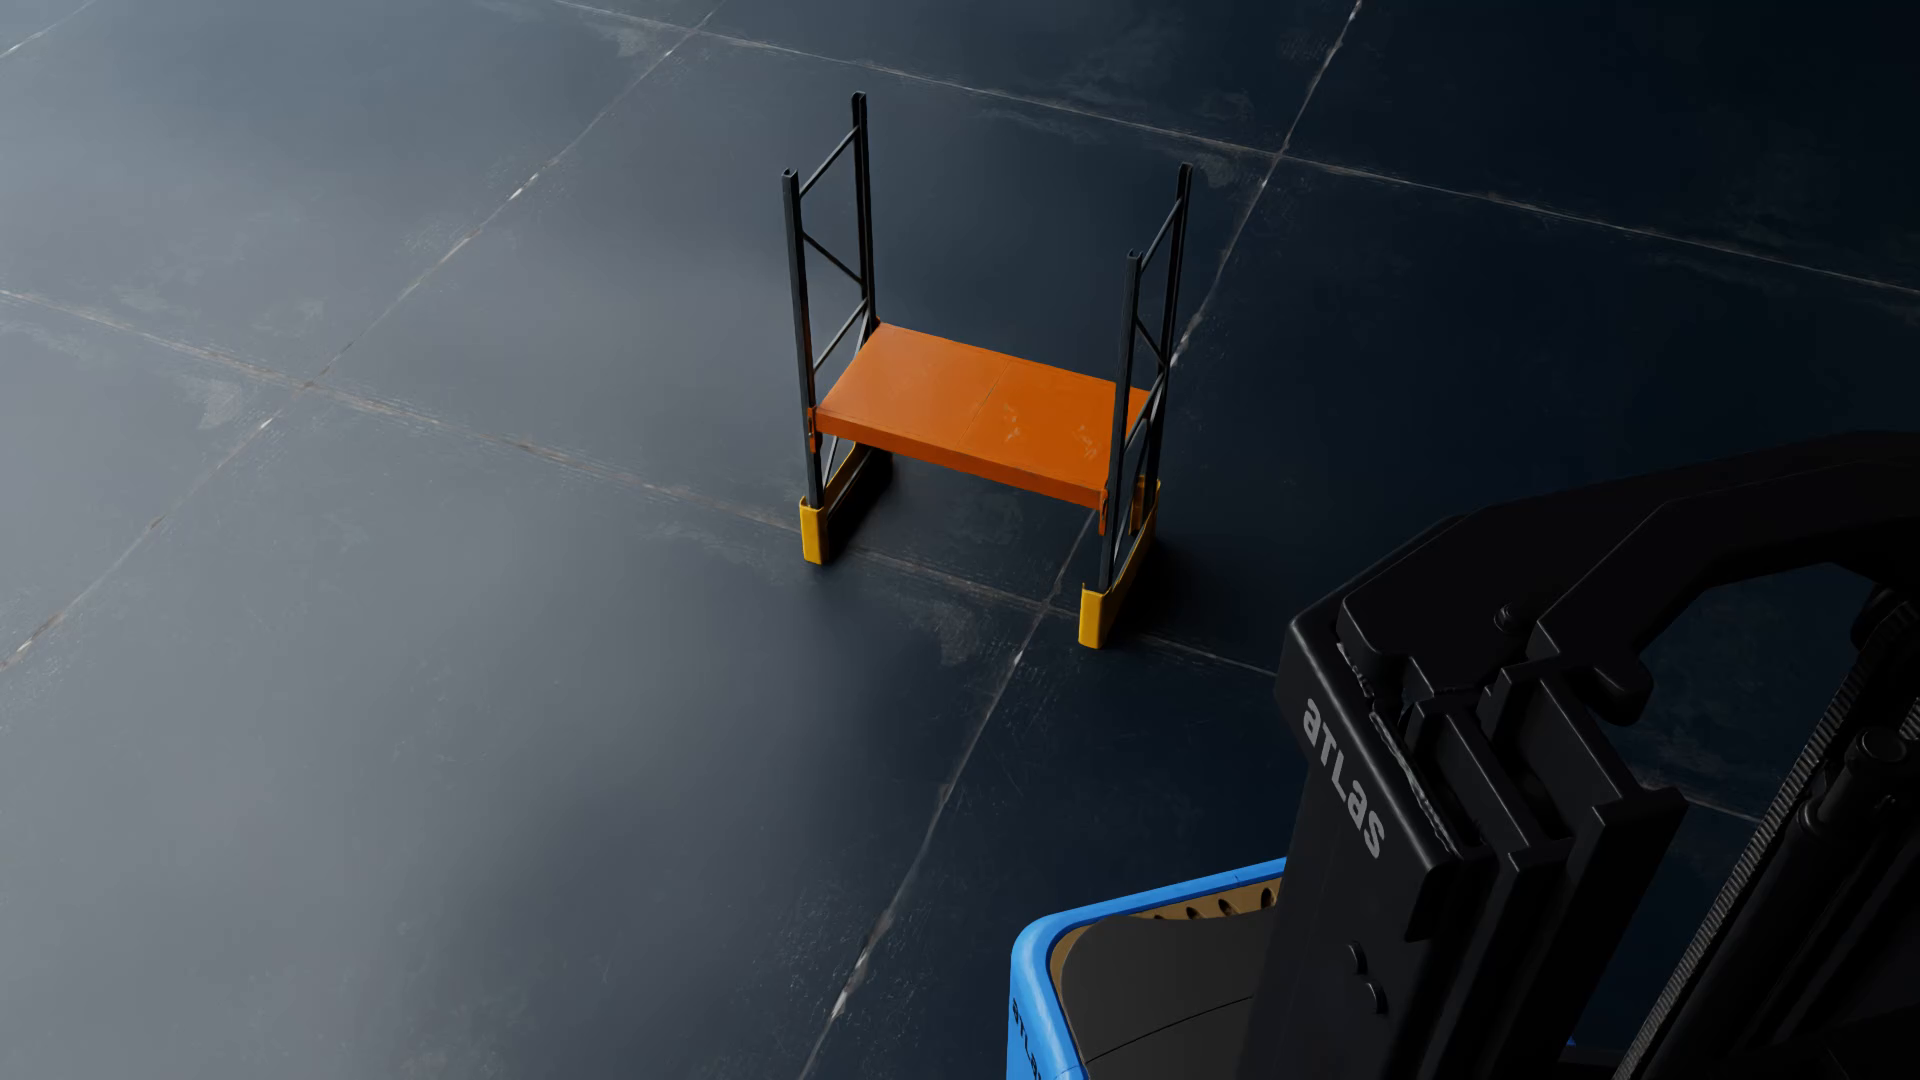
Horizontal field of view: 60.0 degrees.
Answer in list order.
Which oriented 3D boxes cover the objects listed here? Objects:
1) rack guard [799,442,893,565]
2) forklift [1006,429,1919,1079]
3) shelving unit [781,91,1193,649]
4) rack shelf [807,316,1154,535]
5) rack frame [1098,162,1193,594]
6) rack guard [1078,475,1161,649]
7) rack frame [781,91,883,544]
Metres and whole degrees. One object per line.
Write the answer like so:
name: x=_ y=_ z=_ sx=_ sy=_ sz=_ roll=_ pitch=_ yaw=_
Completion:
rack guard: x=-0.389 y=-0.203 z=5.777 sx=0.087 sy=0.250 sz=0.587 roll=16 pitch=47 yaw=16
forklift: x=0.978 y=1.427 z=2.238 sx=1.130 sy=2.935 sz=3.031 roll=-11 pitch=46 yaw=-11
shelving unit: x=0.070 y=-0.511 z=5.200 sx=1.083 sy=1.500 sz=0.587 roll=16 pitch=47 yaw=16
rack shelf: x=0.079 y=-0.381 z=5.325 sx=1.000 sy=0.185 sz=0.538 roll=16 pitch=47 yaw=16
rack frame: x=0.548 y=-0.370 z=5.059 sx=0.032 sy=1.500 sz=0.500 roll=16 pitch=47 yaw=16
rack guard: x=0.530 y=0.067 z=5.505 sx=0.087 sy=0.250 sz=0.587 roll=16 pitch=47 yaw=16
rack frame: x=-0.390 y=-0.647 z=5.336 sx=0.032 sy=1.500 sz=0.500 roll=16 pitch=47 yaw=16
